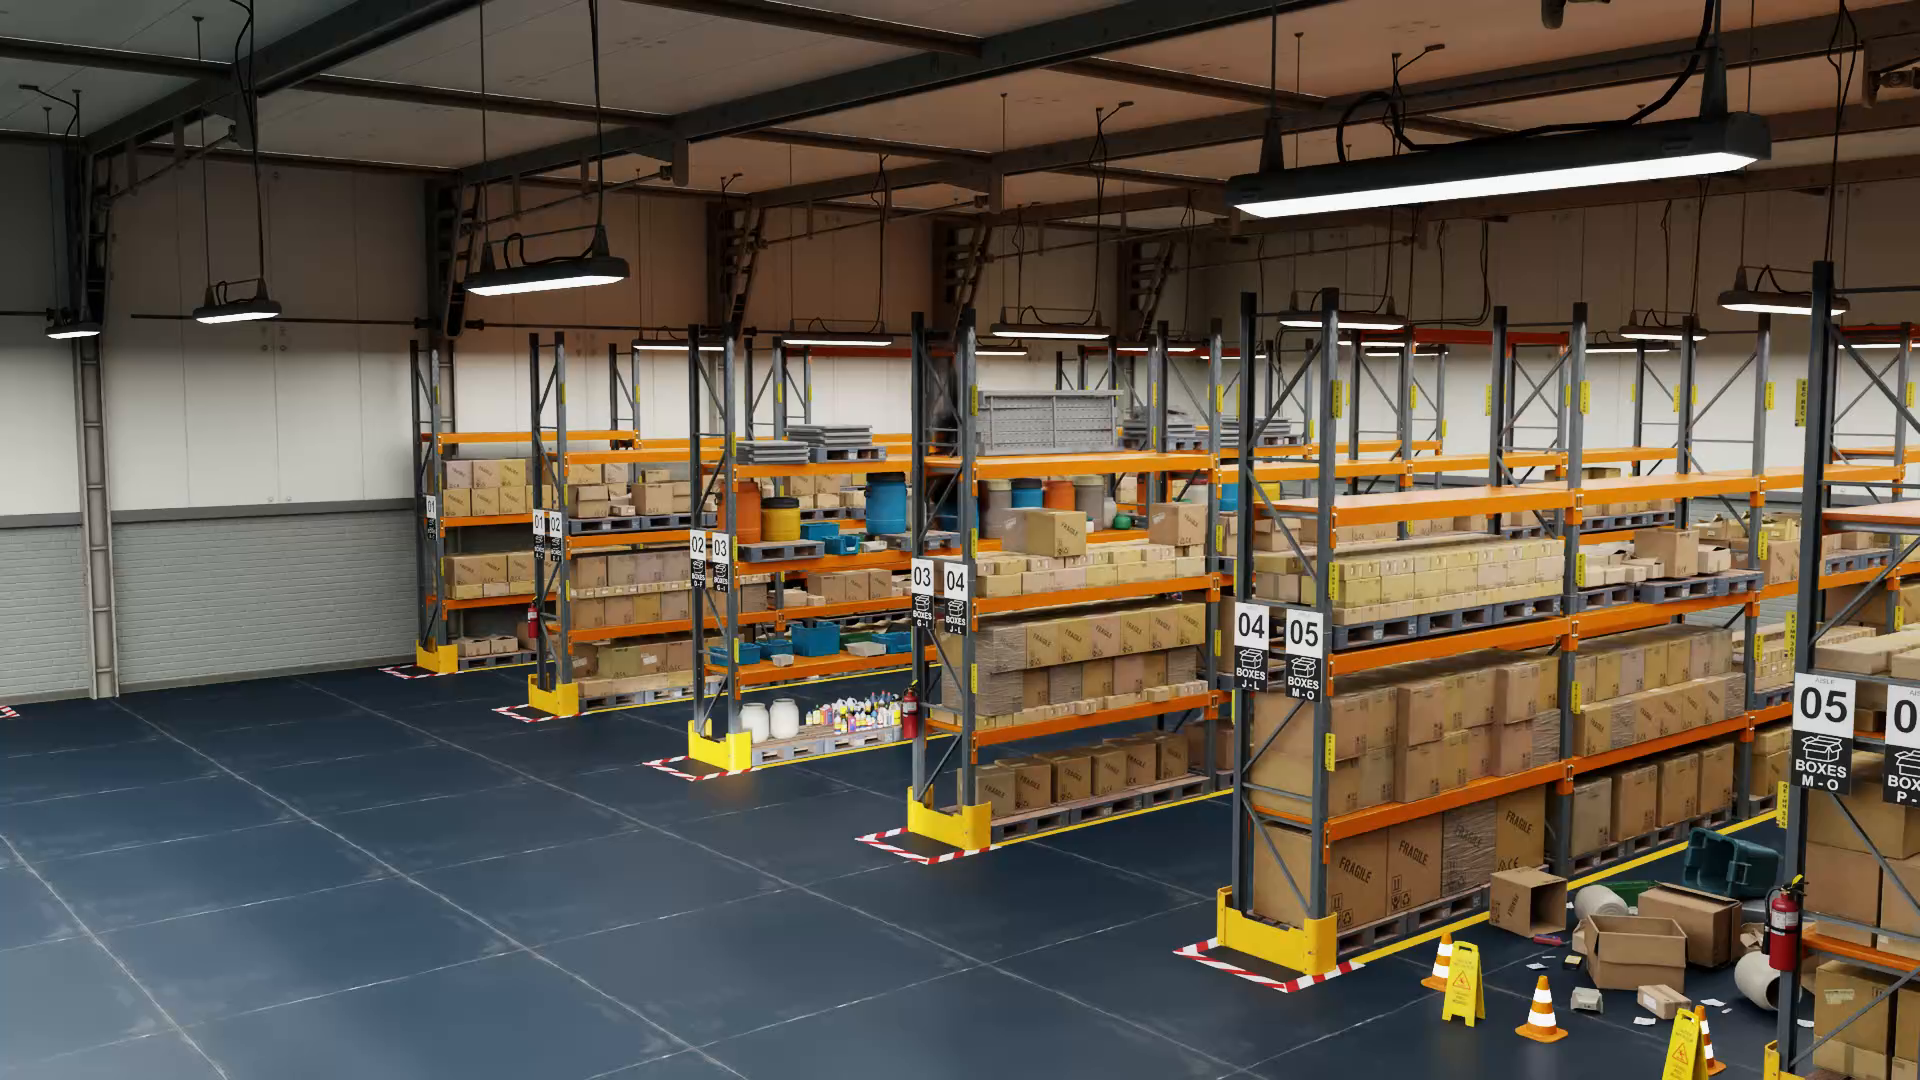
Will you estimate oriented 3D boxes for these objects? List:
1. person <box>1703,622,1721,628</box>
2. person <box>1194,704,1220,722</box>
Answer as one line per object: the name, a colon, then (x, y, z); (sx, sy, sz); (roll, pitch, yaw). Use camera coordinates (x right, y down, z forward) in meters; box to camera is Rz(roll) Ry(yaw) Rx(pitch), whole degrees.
person: (11.070, 2.066, 24.329); (0.655, 1.800, 0.985); (5, 7, 44)
person: (3.544, 1.824, 24.195); (0.480, 1.661, 0.616); (-4, 7, -36)
